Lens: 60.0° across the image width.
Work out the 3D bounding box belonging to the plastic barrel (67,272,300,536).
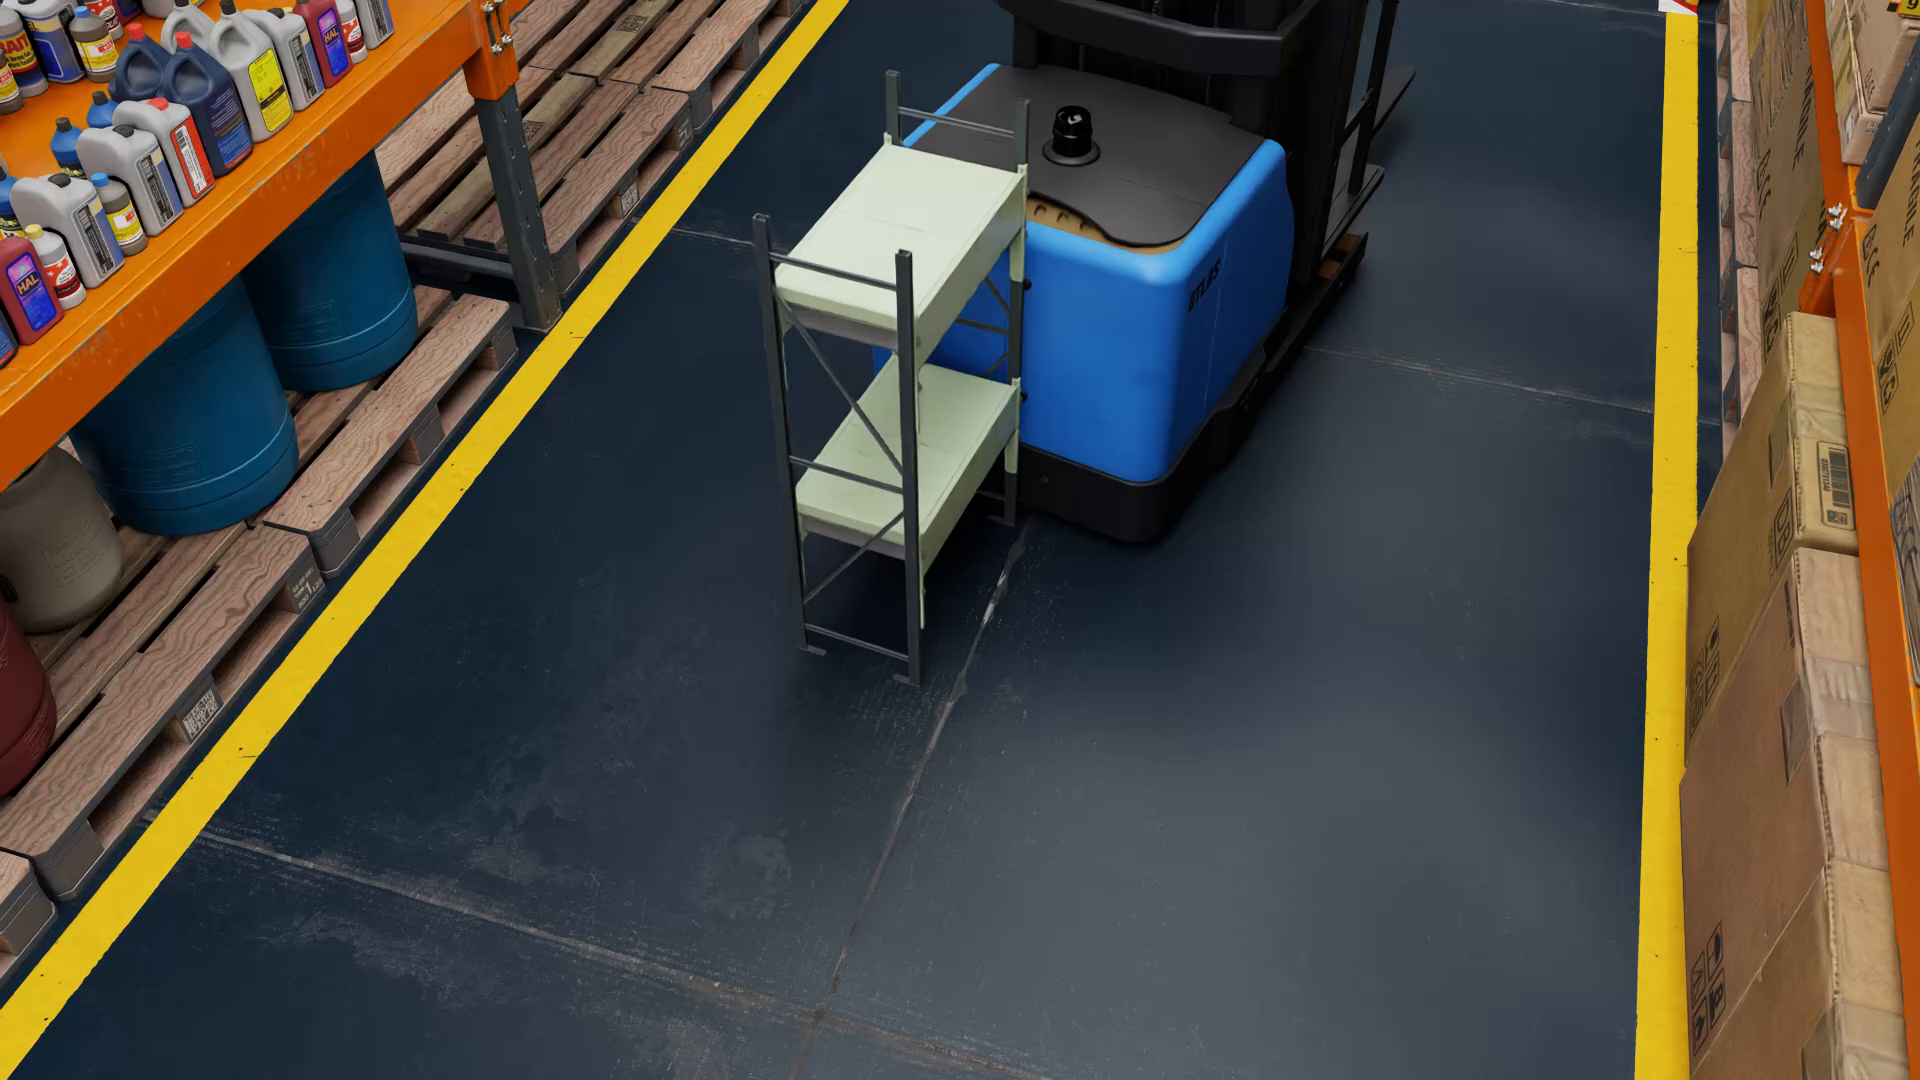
[{"bbox_3d":[-2.342,-0.526,4.843,0.600,0.901,0.708,13,46,13],"label":"plastic barrel"}]

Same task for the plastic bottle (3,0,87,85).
[{"bbox_3d":[-2.560,-1.441,4.666,0.152,0.276,0.135,13,46,13],"label":"plastic bottle"}]

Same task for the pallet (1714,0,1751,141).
[{"bbox_3d":[3.818,-2.028,7.171,1.003,0.211,1.213,13,46,13],"label":"pallet"}]

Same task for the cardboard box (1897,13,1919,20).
[{"bbox_3d":[2.658,-1.592,4.090,0.500,0.500,0.500,14,46,14],"label":"cardboard box"}]

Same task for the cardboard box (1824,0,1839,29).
[{"bbox_3d":[2.788,-1.605,4.925,0.380,0.149,0.250,13,46,13],"label":"cardboard box"}]

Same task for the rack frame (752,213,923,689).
[{"bbox_3d":[-0.296,-0.166,4.347,0.400,1.500,0.023,17,47,16],"label":"rack frame"}]

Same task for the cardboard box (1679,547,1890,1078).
[{"bbox_3d":[2.330,0.728,3.580,1.225,0.875,0.875,11,45,11],"label":"cardboard box"}]

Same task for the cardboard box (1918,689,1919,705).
[{"bbox_3d":[1.942,0.324,2.702,0.500,0.500,0.500,13,46,13],"label":"cardboard box"}]

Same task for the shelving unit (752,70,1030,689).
[{"bbox_3d":[-0.152,-0.402,4.588,0.431,1.500,0.755,17,47,16],"label":"shelving unit"}]

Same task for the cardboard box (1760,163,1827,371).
[{"bbox_3d":[3.050,-0.722,5.062,0.875,0.875,0.875,13,46,13],"label":"cardboard box"}]

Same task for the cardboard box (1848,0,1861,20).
[{"bbox_3d":[2.812,-1.656,4.692,0.500,0.250,0.500,14,46,14],"label":"cardboard box"}]

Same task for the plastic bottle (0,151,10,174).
[{"bbox_3d":[-2.585,-1.035,4.252,0.152,0.276,0.135,13,46,13],"label":"plastic bottle"}]

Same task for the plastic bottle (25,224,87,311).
[{"bbox_3d":[-2.141,-0.648,3.909,0.097,0.201,0.097,0,44,0],"label":"plastic bottle"}]

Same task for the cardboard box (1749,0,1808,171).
[{"bbox_3d":[3.592,-1.915,6.281,0.875,0.875,0.875,13,46,13],"label":"cardboard box"}]

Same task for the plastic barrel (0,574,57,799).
[{"bbox_3d":[-2.684,0.339,4.183,0.600,0.588,0.708,13,46,13],"label":"plastic barrel"}]

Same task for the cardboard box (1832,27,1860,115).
[{"bbox_3d":[2.632,-1.263,4.575,0.380,0.149,0.250,13,46,13],"label":"cardboard box"}]

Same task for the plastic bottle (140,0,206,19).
[{"bbox_3d":[-2.374,-1.746,4.925,0.144,0.351,0.185,13,46,13],"label":"plastic bottle"}]

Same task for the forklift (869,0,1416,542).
[{"bbox_3d":[0.870,-2.063,5.263,1.130,2.935,3.031,21,48,21],"label":"forklift"}]

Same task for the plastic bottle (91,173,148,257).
[{"bbox_3d":[-2.071,-0.802,4.067,0.097,0.201,0.097,0,44,0],"label":"plastic bottle"}]

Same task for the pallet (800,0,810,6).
[{"bbox_3d":[-1.022,-3.085,8.252,1.003,0.211,1.213,13,46,13],"label":"pallet"}]

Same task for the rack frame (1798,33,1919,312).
[{"bbox_3d":[2.774,-0.908,4.033,1.000,3.000,0.127,13,46,13],"label":"rack frame"}]

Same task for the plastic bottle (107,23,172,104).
[{"bbox_3d":[-2.106,-1.165,4.331,0.144,0.351,0.185,13,46,13],"label":"plastic bottle"}]

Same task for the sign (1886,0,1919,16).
[{"bbox_3d":[2.245,-1.362,3.822,0.100,0.325,0.005,13,46,13],"label":"sign"}]

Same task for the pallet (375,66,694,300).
[{"bbox_3d":[-1.761,-1.459,6.590,1.003,0.211,1.213,13,46,13],"label":"pallet"}]

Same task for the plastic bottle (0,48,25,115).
[{"bbox_3d":[-2.651,-1.278,4.553,0.097,0.201,0.097,0,44,0],"label":"plastic bottle"}]

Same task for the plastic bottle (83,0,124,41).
[{"bbox_3d":[-2.522,-1.562,4.844,0.097,0.201,0.097,0,44,0],"label":"plastic bottle"}]

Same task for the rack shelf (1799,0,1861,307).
[{"bbox_3d":[3.380,-1.984,5.647,1.077,0.370,4.000,13,46,13],"label":"rack shelf"}]

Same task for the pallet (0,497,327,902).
[{"bbox_3d":[-2.587,0.361,4.730,1.003,0.211,1.213,13,46,13],"label":"pallet"}]

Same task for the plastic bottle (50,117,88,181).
[{"bbox_3d":[-2.186,-0.924,4.142,0.097,0.271,0.097,0,44,0],"label":"plastic bottle"}]

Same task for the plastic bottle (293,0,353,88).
[{"bbox_3d":[-1.784,-1.420,4.640,0.061,0.283,0.133,13,46,13],"label":"plastic bottle"}]

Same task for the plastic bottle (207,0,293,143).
[{"bbox_3d":[-1.913,-1.257,4.425,0.144,0.351,0.185,13,46,13],"label":"plastic bottle"}]

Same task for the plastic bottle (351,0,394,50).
[{"bbox_3d":[-1.758,-1.581,4.810,0.152,0.276,0.135,13,46,13],"label":"plastic bottle"}]

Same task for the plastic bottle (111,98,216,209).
[{"bbox_3d":[-2.021,-1.002,4.218,0.152,0.276,0.135,13,46,13],"label":"plastic bottle"}]

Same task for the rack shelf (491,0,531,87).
[{"bbox_3d":[-1.341,-3.033,6.719,1.077,0.370,4.000,13,46,13],"label":"rack shelf"}]

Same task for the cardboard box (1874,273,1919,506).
[{"bbox_3d":[2.245,-0.355,3.396,0.500,0.500,0.500,13,46,13],"label":"cardboard box"}]

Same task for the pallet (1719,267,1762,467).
[{"bbox_3d":[3.079,-0.401,5.509,1.003,0.211,1.213,13,46,13],"label":"pallet"}]

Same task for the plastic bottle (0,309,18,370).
[{"bbox_3d":[-2.246,-0.523,3.675,0.144,0.351,0.185,13,46,13],"label":"plastic bottle"}]

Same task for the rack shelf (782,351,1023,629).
[{"bbox_3d":[-0.152,-0.168,4.816,0.431,0.370,0.720,17,47,16],"label":"rack shelf"}]
